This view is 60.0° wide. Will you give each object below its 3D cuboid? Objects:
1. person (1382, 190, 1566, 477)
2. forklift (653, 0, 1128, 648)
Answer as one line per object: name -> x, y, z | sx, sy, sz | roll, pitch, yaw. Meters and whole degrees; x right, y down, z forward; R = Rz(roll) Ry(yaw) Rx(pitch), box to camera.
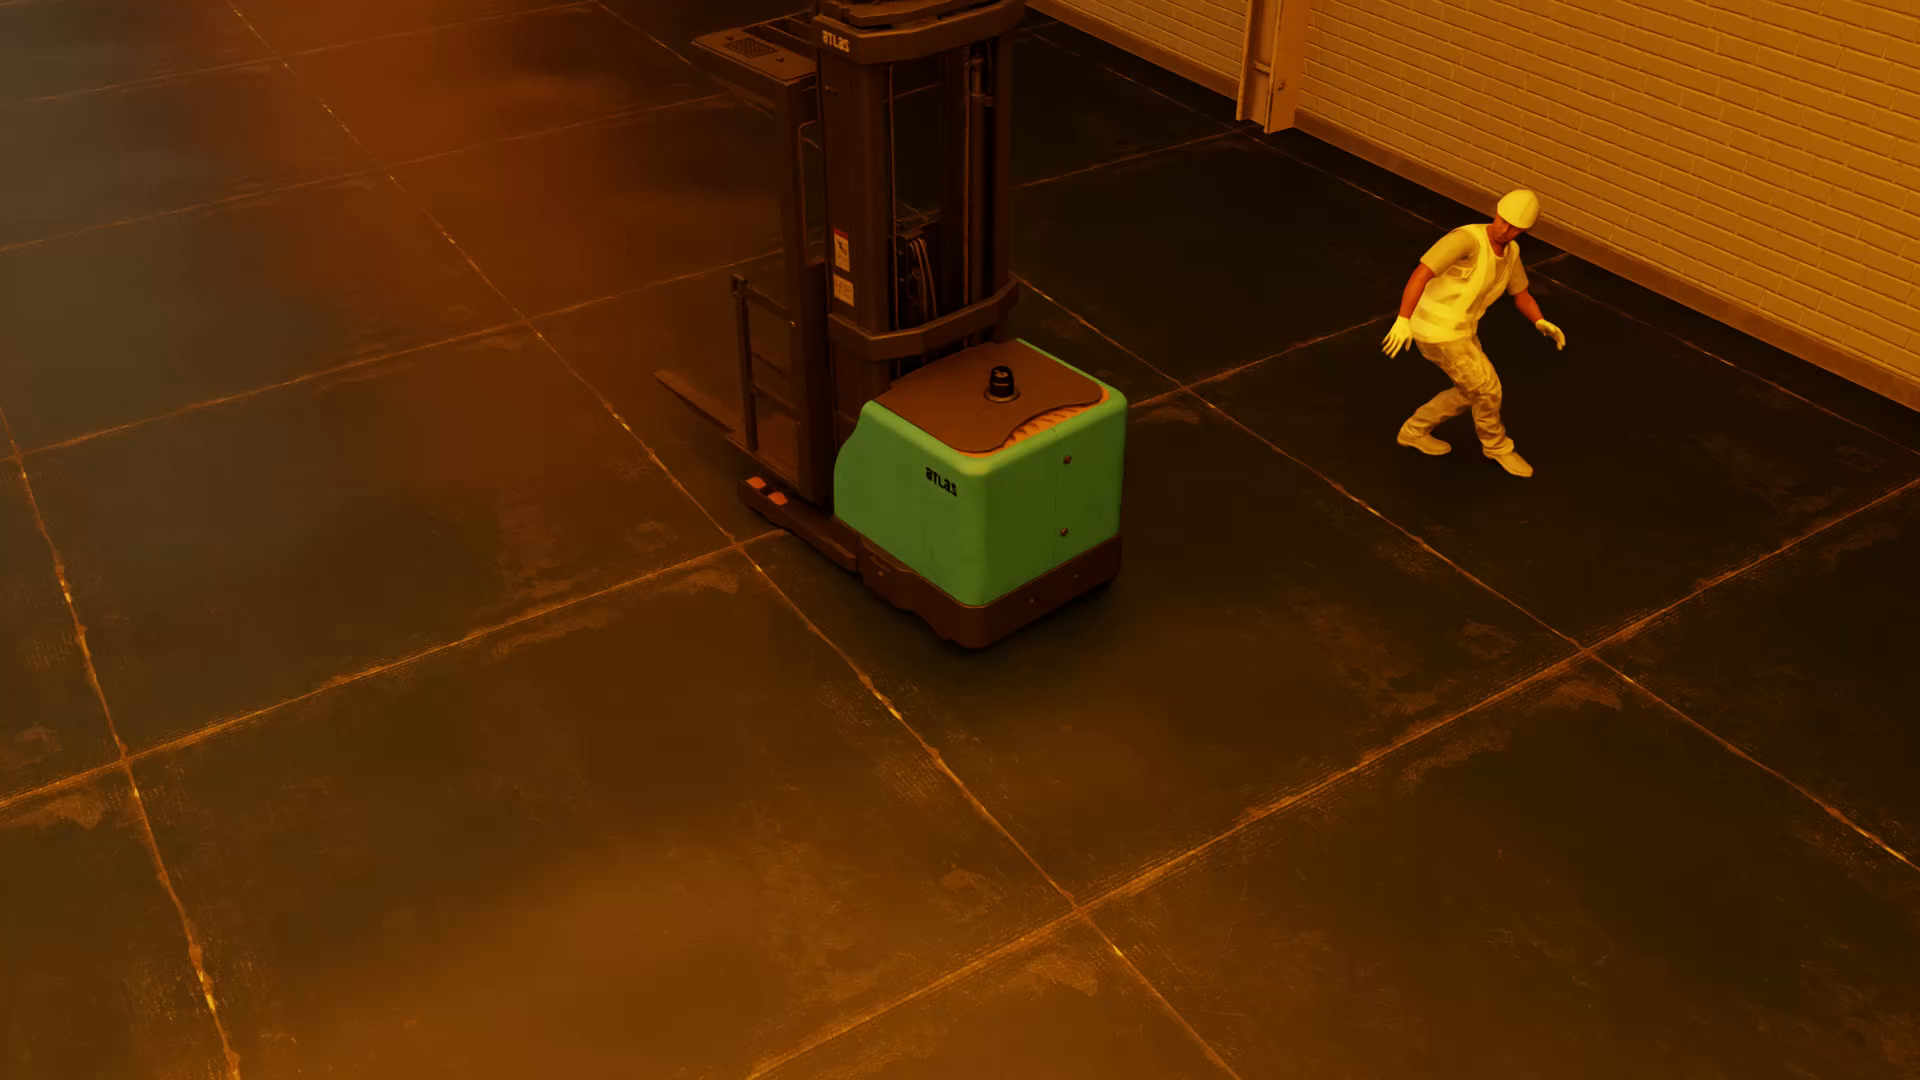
person -> 2.756, -1.054, 8.810 | 0.823, 1.607, 0.800 | 22, 41, 28
forklift -> -0.542, -1.458, 8.223 | 1.130, 2.935, 3.031 | -27, 43, -33
